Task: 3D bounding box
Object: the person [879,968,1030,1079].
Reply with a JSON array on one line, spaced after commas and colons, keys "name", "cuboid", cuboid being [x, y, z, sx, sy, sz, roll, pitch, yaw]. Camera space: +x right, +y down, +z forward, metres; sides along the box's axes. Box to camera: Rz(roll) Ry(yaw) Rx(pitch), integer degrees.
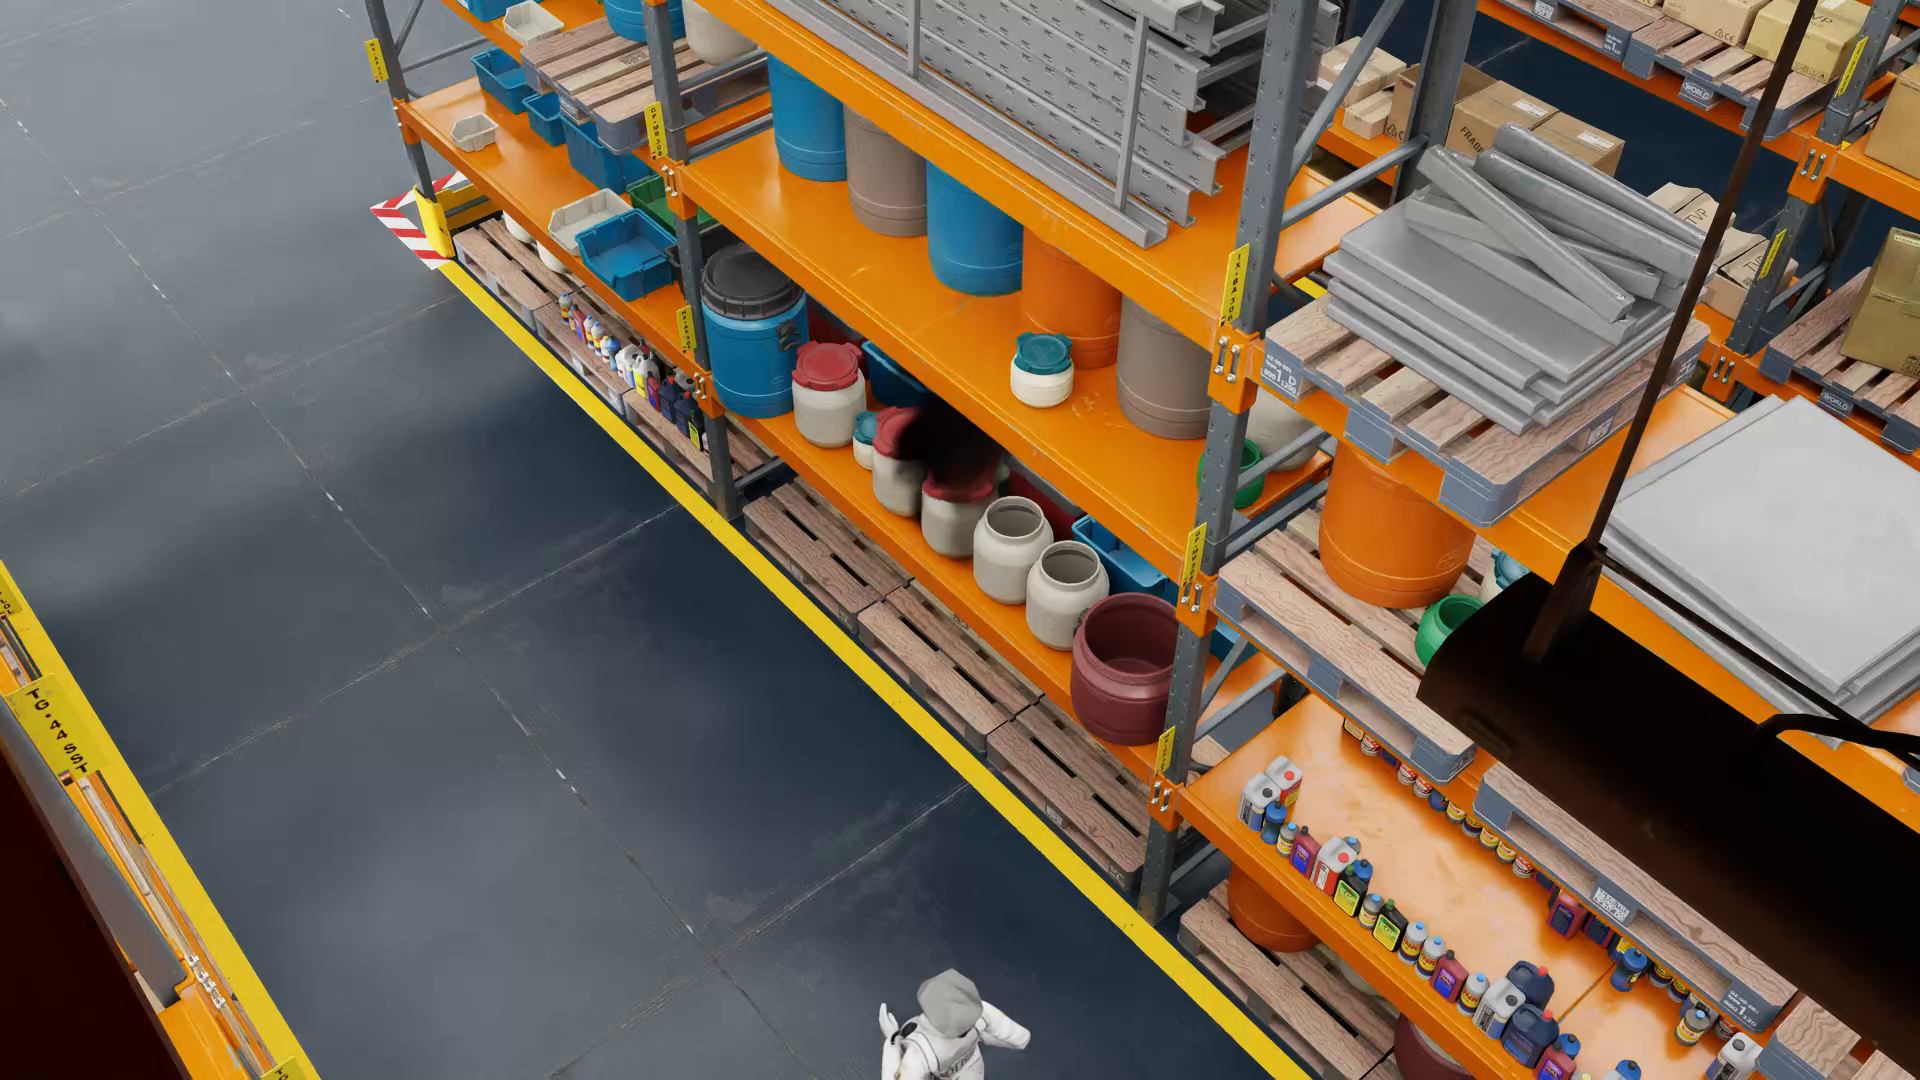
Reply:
[{"name": "person", "cuboid": [-0.077, 2.352, 7.221, 0.896, 1.721, 0.613, 35, 56, 29]}]
